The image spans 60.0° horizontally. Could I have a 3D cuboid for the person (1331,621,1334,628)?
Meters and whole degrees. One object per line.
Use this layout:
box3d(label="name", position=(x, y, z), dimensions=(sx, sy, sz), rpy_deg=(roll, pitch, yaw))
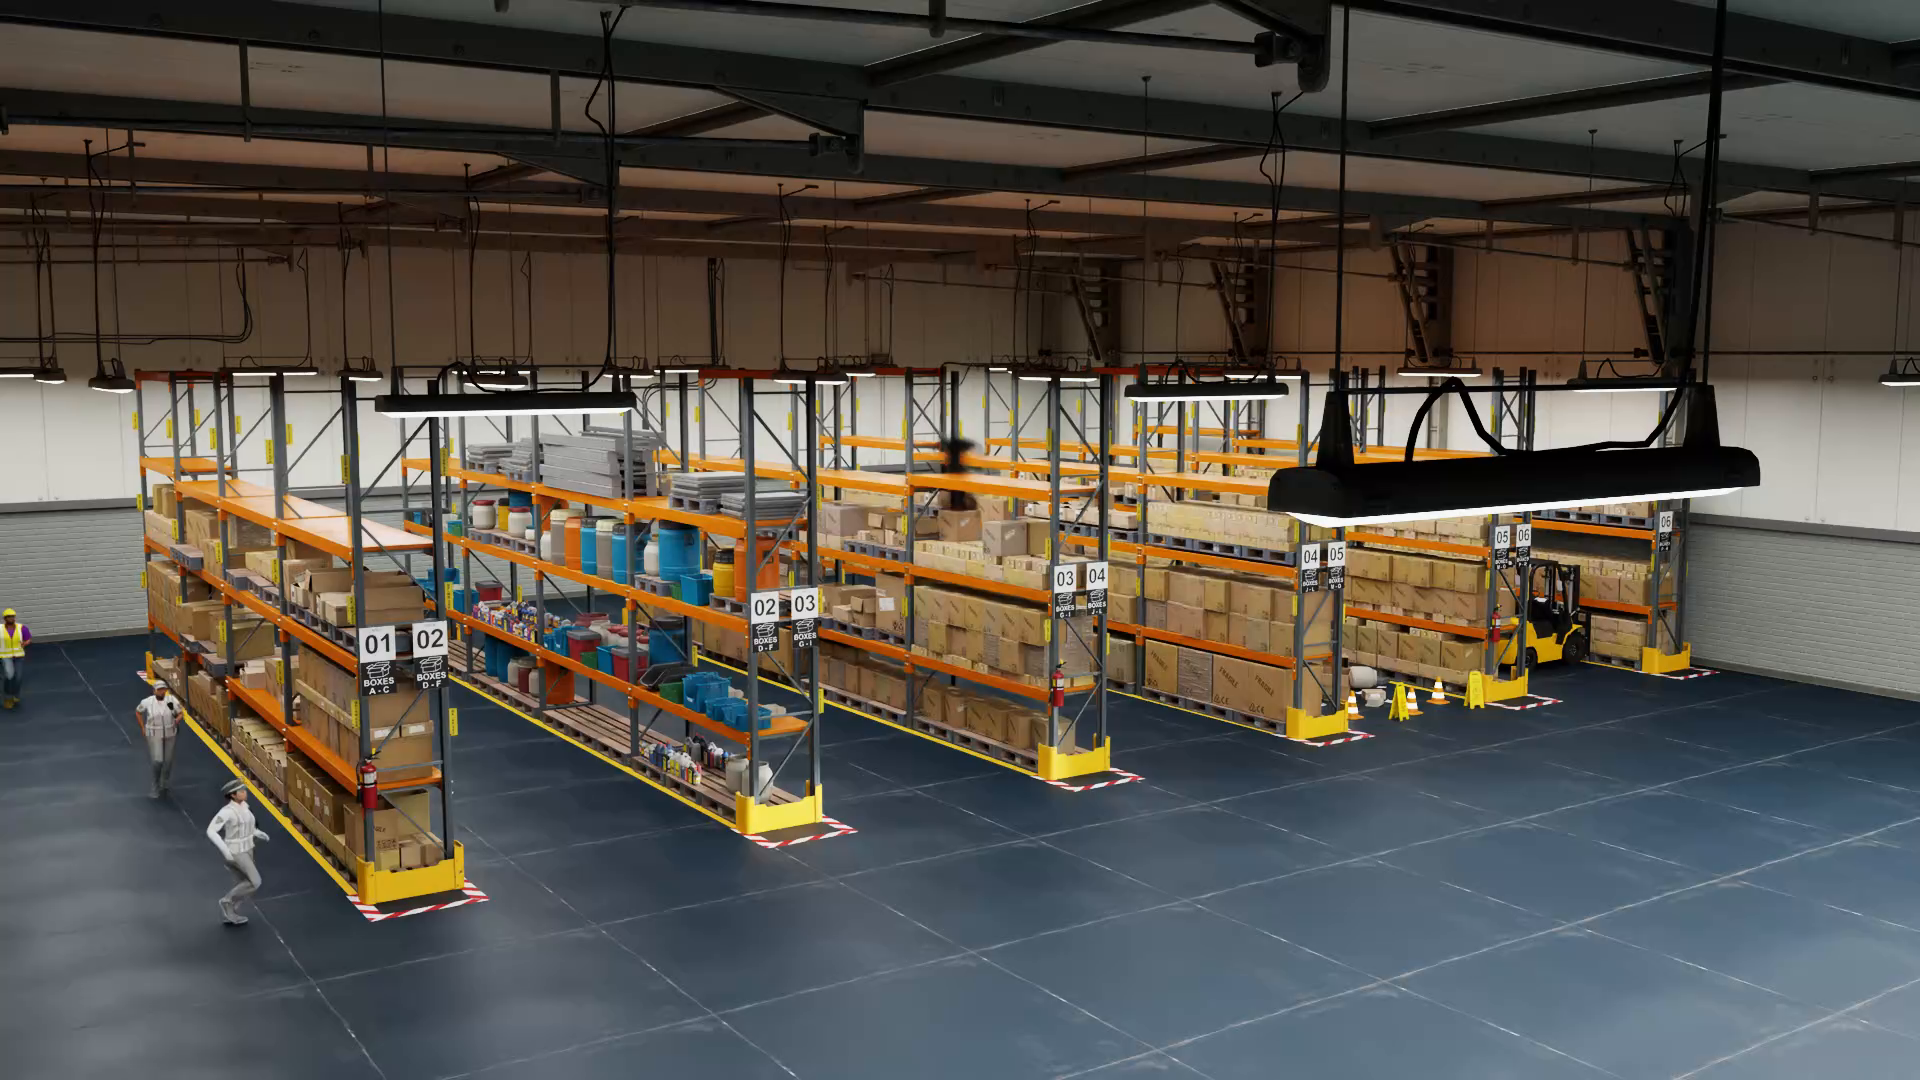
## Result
box3d(label="person", position=(8.017, 1.411, 36.563), dimensions=(0.546, 1.573, 0.923), rpy_deg=(-5, 8, -40))

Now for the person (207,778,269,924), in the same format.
box3d(label="person", position=(-7.920, 3.437, 18.357), dimensions=(0.562, 1.649, 0.614), rpy_deg=(0, 6, 3))

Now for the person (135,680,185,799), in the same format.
box3d(label="person", position=(-11.420, 2.836, 23.811), dimensions=(0.612, 1.702, 0.715), rpy_deg=(-5, 8, -36))

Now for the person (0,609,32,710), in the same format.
box3d(label="person", position=(-16.908, 2.117, 29.634), dimensions=(0.689, 1.790, 0.722), rpy_deg=(-6, 9, -43))
